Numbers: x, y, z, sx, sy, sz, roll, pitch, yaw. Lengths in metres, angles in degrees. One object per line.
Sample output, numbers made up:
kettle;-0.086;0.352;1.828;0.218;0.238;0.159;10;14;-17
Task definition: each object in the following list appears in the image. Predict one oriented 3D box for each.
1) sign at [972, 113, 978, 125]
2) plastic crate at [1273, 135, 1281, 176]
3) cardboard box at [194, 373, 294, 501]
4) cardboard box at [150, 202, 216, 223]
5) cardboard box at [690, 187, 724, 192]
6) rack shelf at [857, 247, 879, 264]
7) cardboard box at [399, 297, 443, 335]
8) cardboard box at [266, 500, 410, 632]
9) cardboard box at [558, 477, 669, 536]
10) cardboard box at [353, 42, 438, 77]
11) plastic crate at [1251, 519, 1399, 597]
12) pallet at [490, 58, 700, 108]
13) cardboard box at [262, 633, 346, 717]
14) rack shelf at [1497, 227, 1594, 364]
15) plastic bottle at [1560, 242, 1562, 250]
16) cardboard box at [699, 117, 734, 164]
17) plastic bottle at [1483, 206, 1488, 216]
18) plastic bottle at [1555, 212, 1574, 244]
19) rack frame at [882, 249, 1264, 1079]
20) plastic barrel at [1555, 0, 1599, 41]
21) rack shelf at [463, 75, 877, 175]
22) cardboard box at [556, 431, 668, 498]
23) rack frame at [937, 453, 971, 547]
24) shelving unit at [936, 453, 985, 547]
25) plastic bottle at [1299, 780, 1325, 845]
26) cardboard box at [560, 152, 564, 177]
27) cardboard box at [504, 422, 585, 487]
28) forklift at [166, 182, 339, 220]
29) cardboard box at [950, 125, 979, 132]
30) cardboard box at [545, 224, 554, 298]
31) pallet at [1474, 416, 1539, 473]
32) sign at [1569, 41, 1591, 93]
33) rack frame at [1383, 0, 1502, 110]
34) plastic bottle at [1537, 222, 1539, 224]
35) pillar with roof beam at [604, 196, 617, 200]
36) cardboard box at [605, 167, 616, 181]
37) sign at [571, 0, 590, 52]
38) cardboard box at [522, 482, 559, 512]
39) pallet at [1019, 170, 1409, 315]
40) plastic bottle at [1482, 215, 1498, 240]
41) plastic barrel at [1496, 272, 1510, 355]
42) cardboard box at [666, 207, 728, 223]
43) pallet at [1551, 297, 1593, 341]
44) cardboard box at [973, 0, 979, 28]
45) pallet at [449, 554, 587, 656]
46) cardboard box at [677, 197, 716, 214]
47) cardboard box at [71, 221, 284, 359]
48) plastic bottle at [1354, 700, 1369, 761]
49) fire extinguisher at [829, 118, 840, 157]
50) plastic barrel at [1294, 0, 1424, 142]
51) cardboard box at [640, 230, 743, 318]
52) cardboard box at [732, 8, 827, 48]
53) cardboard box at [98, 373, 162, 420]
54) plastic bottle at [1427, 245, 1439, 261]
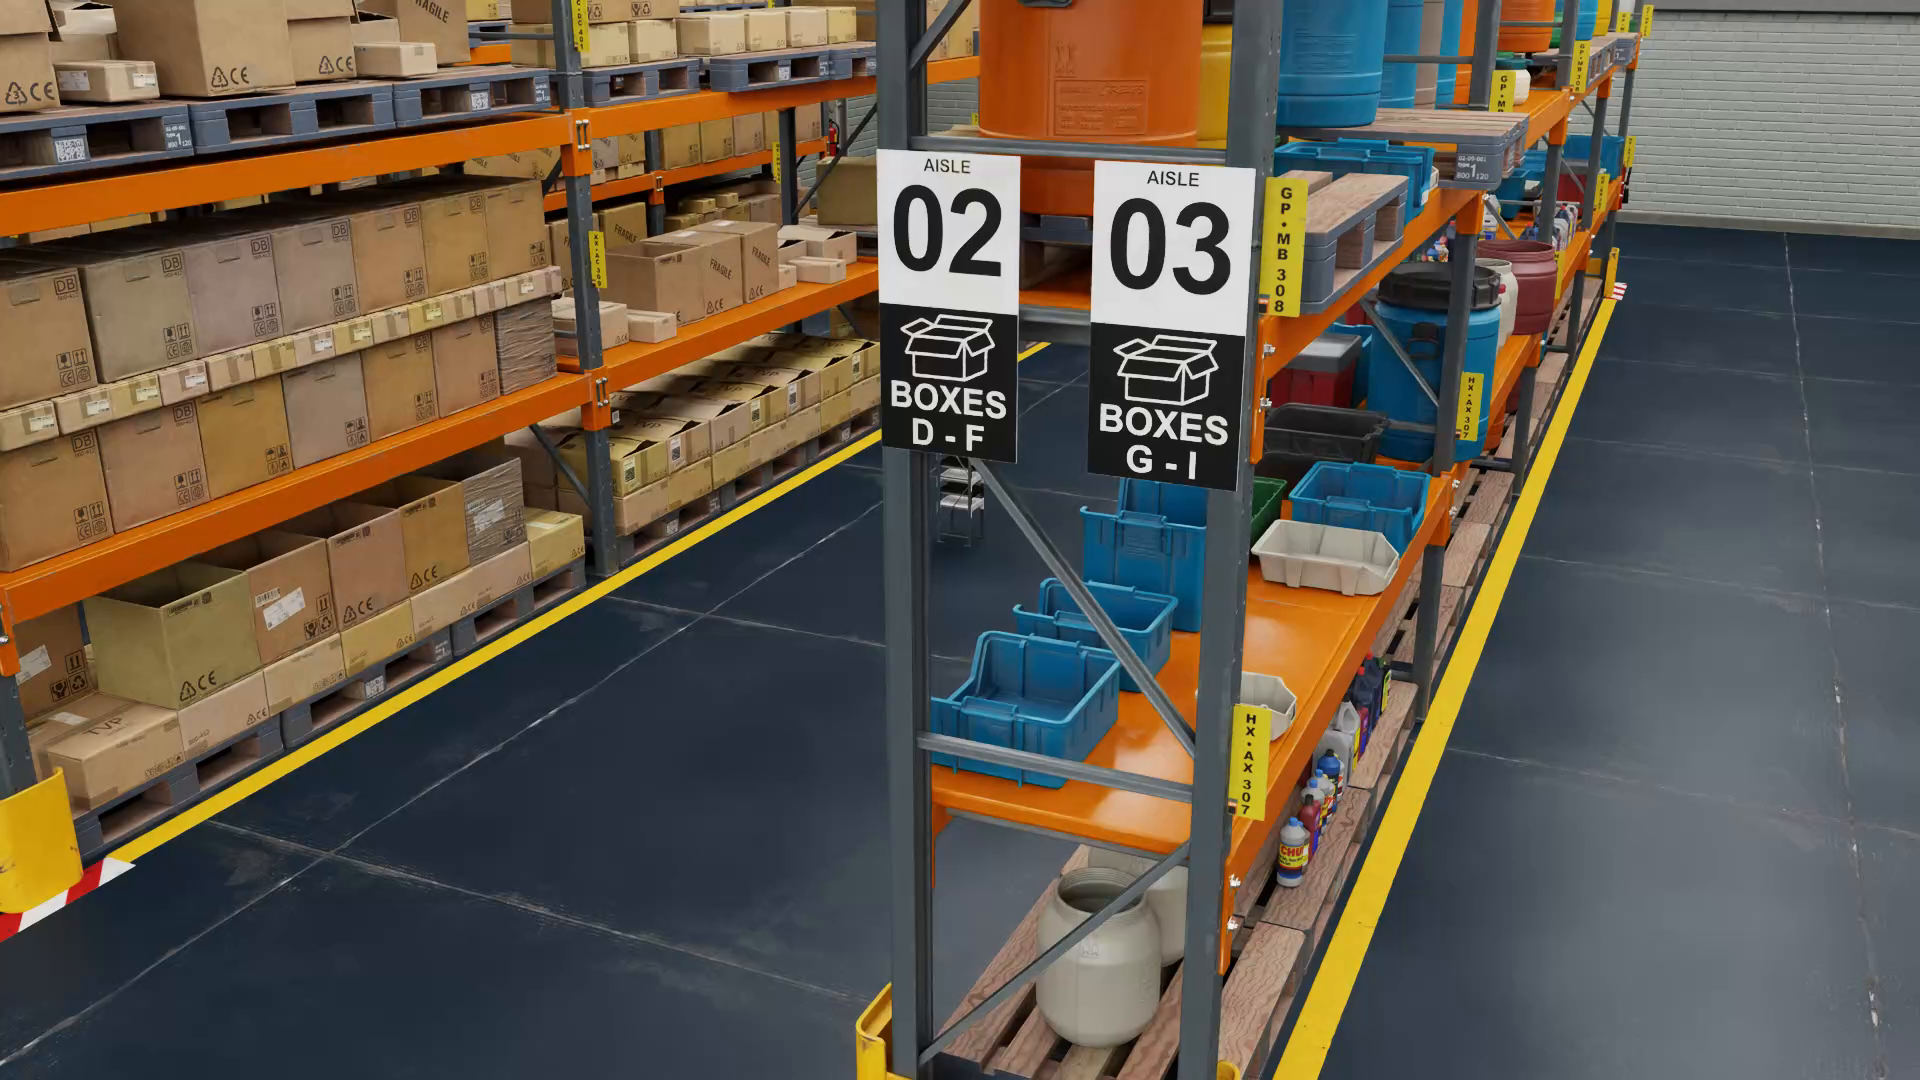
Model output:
sign;0.167;-4.184;16.965;0.100;0.325;0.005;9;21;23
plastic crate;1.012;-1.446;6.398;0.336;0.188;0.450;9;21;23
cardboard box;-3.627;-0.536;7.850;0.700;0.500;0.500;9;21;23
cardboard box;-6.416;-2.718;13.328;0.700;0.500;0.500;12;23;30
cardboard box;-3.166;-4.304;20.730;0.380;0.149;0.250;8;21;22
rack shelf;-0.154;-2.754;15.309;1.077;0.370;4.000;9;21;23
cardboard box;-2.945;-1.188;8.715;0.380;0.149;0.250;8;21;22
cardboard box;-3.210;0.117;8.521;0.500;0.500;0.500;9;21;23
cardboard box;-2.220;-0.250;10.672;0.500;0.250;0.500;8;21;21
cardboard box;-2.856;-2.411;8.334;0.380;0.149;0.250;9;21;23
plastic crate;1.473;0.078;6.667;0.530;0.136;0.437;9;21;23
pallet;-2.262;-2.853;10.323;0.805;0.209;1.217;8;21;21
cardboard box;-3.420;0.622;8.219;0.500;0.250;0.500;9;21;23
rack shelf;4.363;-2.073;13.394;1.077;0.370;4.000;9;21;23
plastic bottle;4.787;-2.348;13.390;0.097;0.201;0.097;0;20;0
cardboard box;-3.315;-4.910;19.850;0.980;0.700;0.700;8;21;21
plastic bottle;4.495;-2.764;14.448;0.152;0.276;0.135;9;21;23
plastic bottle;5.166;-2.688;14.236;0.152;0.276;0.135;9;21;23
rack frame;0.268;0.645;4.678;1.000;3.000;0.127;9;21;23
plastic barrel;4.623;-4.328;12.810;0.600;0.901;0.708;9;21;23
rack shelf;-1.792;-2.944;11.368;1.077;0.370;4.000;9;21;23
cardboard box;-2.215;-0.517;10.586;0.500;0.311;0.500;9;21;23
rack frame;-0.038;-0.395;10.738;0.240;0.900;0.006;9;21;23
shelving unit;0.003;-0.426;10.825;0.258;0.900;0.210;9;21;23
plastic bottle;1.436;1.107;6.794;0.097;0.271;0.097;0;20;0
cardboard box;-4.228;-4.094;17.380;0.500;0.500;0.500;9;21;23
cardboard box;-2.707;-0.588;10.786;0.500;0.311;0.500;9;21;23
forklift;-4.684;-1.798;11.649;1.130;2.935;3.031;2;20;6
cardboard box;0.267;-3.835;16.499;0.700;0.500;0.500;2;20;4
cardboard box;-4.709;-2.818;16.999;0.750;0.750;0.750;8;21;22
pallet;3.829;-0.733;12.716;1.003;0.211;1.213;9;21;23
sign;4.049;-3.091;10.863;0.100;0.325;0.005;9;21;23
rack frame;1.906;-3.404;7.111;1.000;3.000;0.127;9;21;23
plastic bottle;4.838;-2.543;13.836;0.097;0.271;0.097;0;20;0
pillar with roof beam;-0.431;-6.951;17.085;9.100;9.000;0.400;9;21;23
cardboard box;-3.965;-3.978;18.023;0.380;0.149;0.250;9;22;24
sign;-2.104;-2.877;9.215;0.100;0.325;0.005;9;21;23
cardboard box;-2.706;-0.327;10.889;0.500;0.250;0.500;8;21;22
pallet;0.696;-0.919;4.880;1.003;0.211;1.213;9;21;23
plastic bottle;4.405;-2.572;13.908;0.152;0.276;0.135;9;21;23
plastic barrel;3.145;-1.380;10.207;0.421;0.512;0.421;0;20;0
cardboard box;-3.247;-3.770;20.198;0.700;0.500;0.500;8;21;22
pallet;5.946;-2.314;17.160;1.003;0.211;1.213;9;21;23
cardboard box;-0.152;-4.857;14.749;0.600;0.600;0.600;8;21;21
pallet;-2.975;0.293;9.830;1.003;0.211;1.213;9;21;23
cardboard box;-3.149;-4.002;19.882;0.380;0.149;0.250;9;22;25
cardboard box;-3.608;-1.167;7.688;0.700;0.500;0.500;9;21;23
plastic bottle;1.798;0.846;7.512;0.061;0.283;0.133;10;22;26
fire extinguisher;-1.735;-5.376;22.281;0.296;0.674;0.183;9;21;23
plastic barrel;1.917;-2.412;8.051;0.600;0.901;0.708;9;21;23
cardboard box;-1.861;-1.852;11.551;0.500;0.500;0.500;9;21;23
cardboard box;-1.306;-3.713;12.052;0.500;0.250;0.500;9;22;24
cardboard box;-3.683;-0.636;7.163;0.380;0.149;0.250;9;21;23
plastic bottle;3.559;-2.085;12.546;0.097;0.271;0.097;0;20;0
